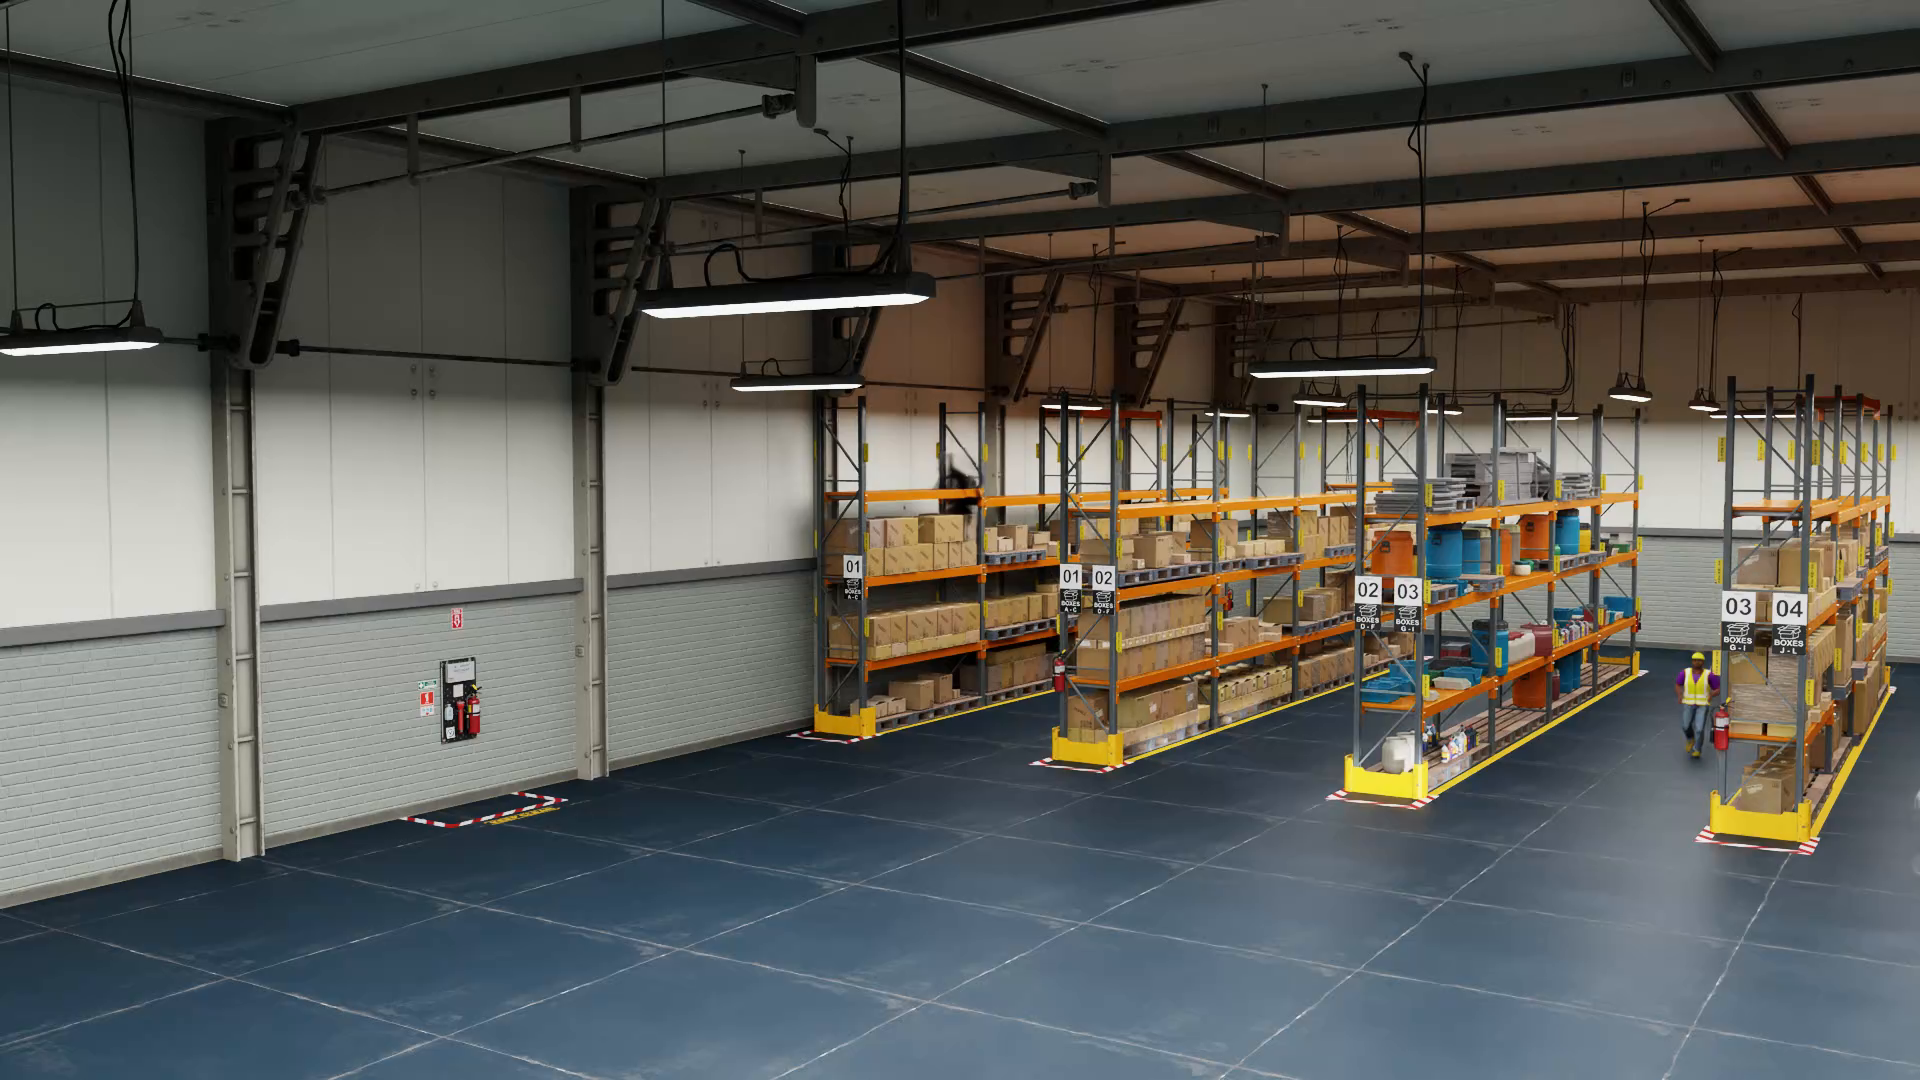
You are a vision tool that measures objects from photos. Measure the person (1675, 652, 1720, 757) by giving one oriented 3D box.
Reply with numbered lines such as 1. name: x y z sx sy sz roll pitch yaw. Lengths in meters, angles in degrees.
1. person: 12.081 2.704 27.295 0.695 1.720 0.593 2 3 31
